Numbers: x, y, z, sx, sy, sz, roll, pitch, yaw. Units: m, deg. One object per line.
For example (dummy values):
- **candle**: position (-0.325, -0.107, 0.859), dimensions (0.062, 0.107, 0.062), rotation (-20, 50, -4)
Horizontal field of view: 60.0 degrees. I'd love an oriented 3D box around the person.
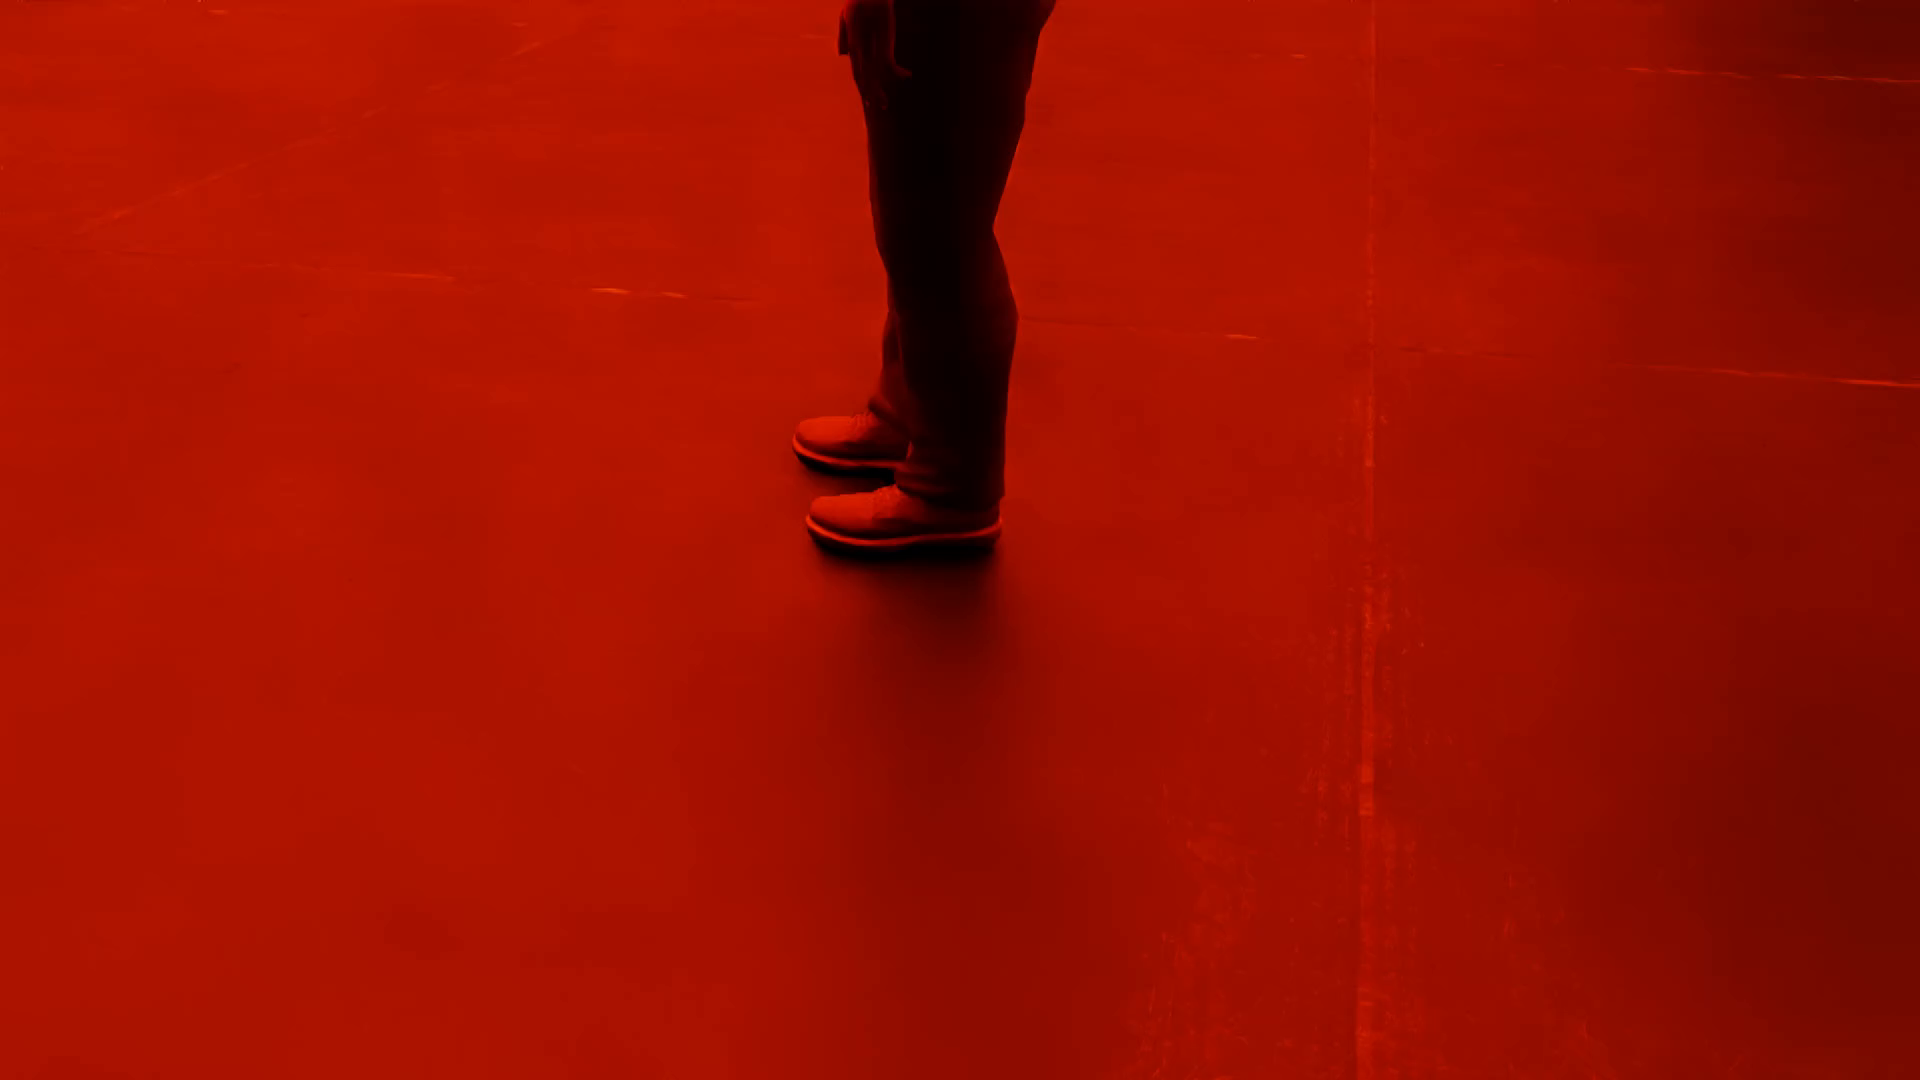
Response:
- **person**: position (-0.081, -0.762, 2.158), dimensions (0.503, 1.654, 0.570), rotation (6, 27, 11)
